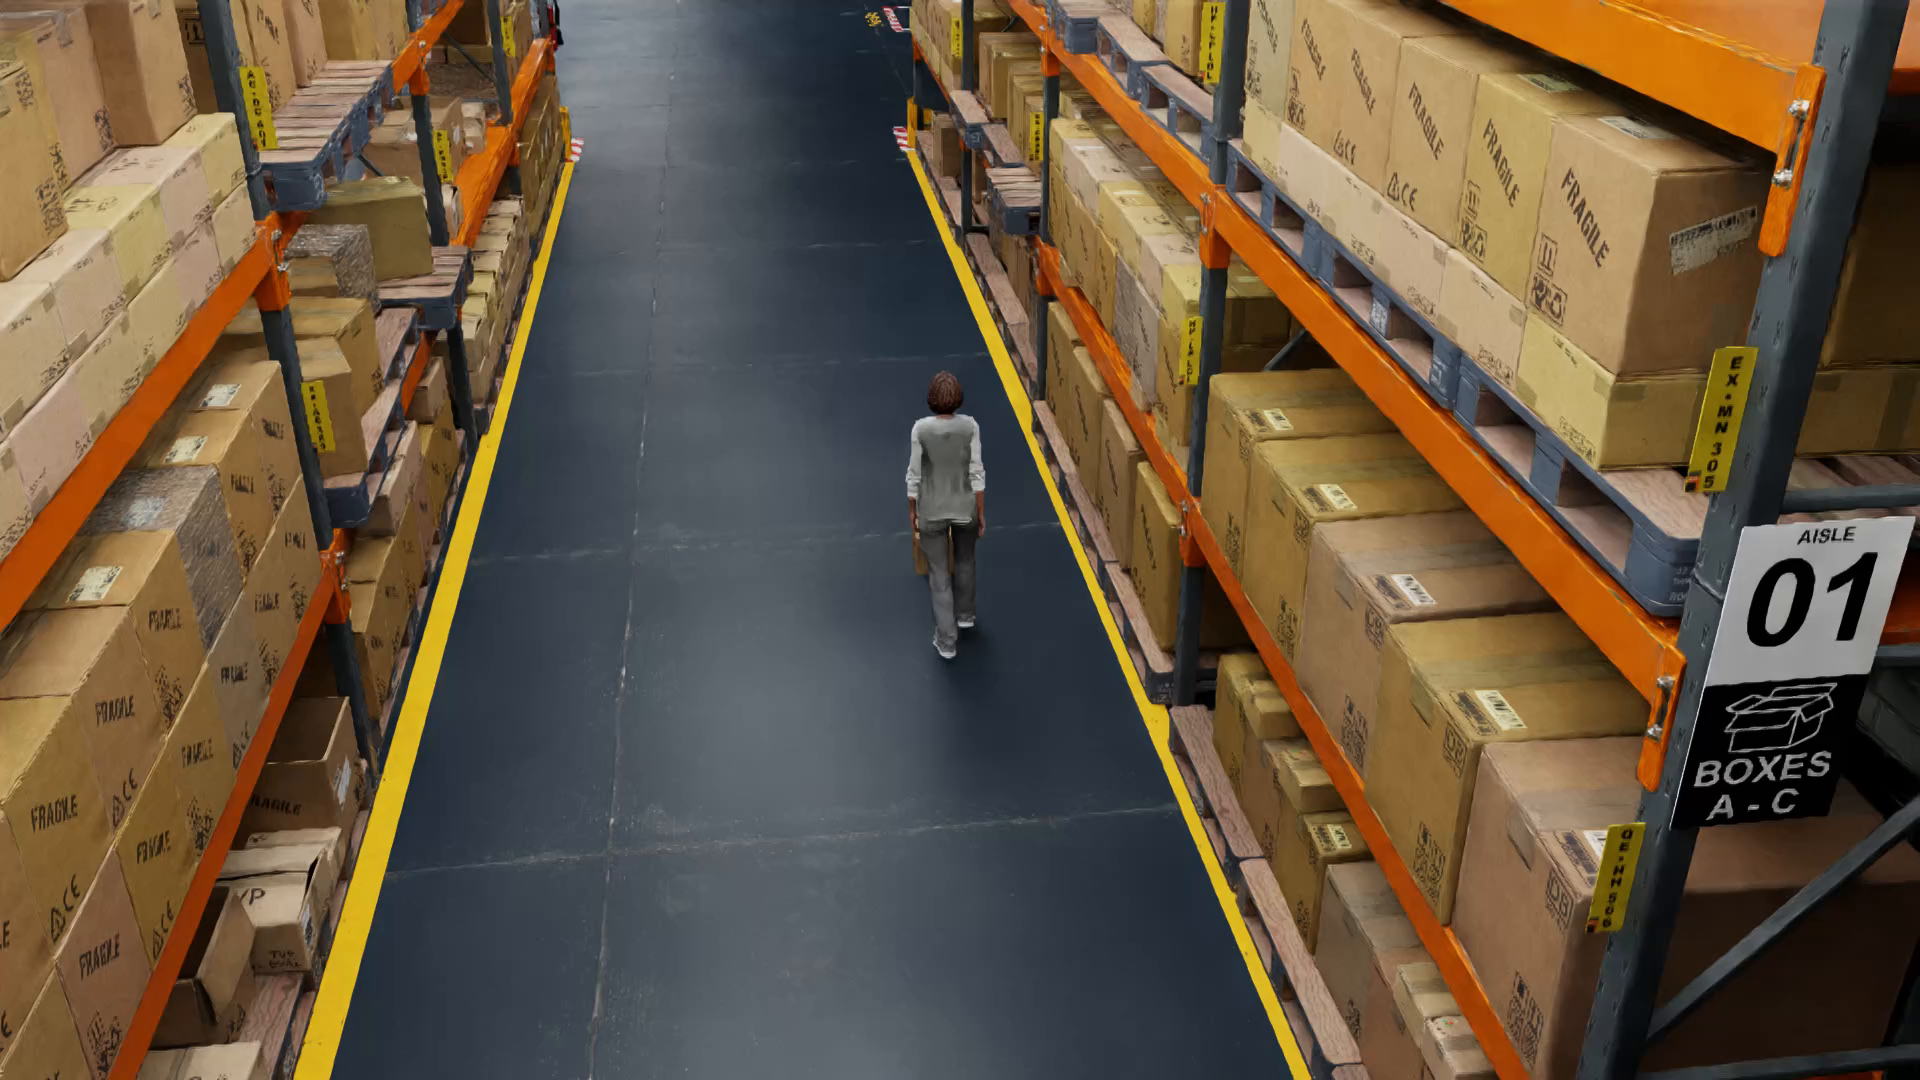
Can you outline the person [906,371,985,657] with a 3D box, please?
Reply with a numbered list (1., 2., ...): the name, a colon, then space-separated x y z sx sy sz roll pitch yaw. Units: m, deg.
1. person: -0.084 -0.157 8.930 0.420 1.609 0.563 -5 28 -10
